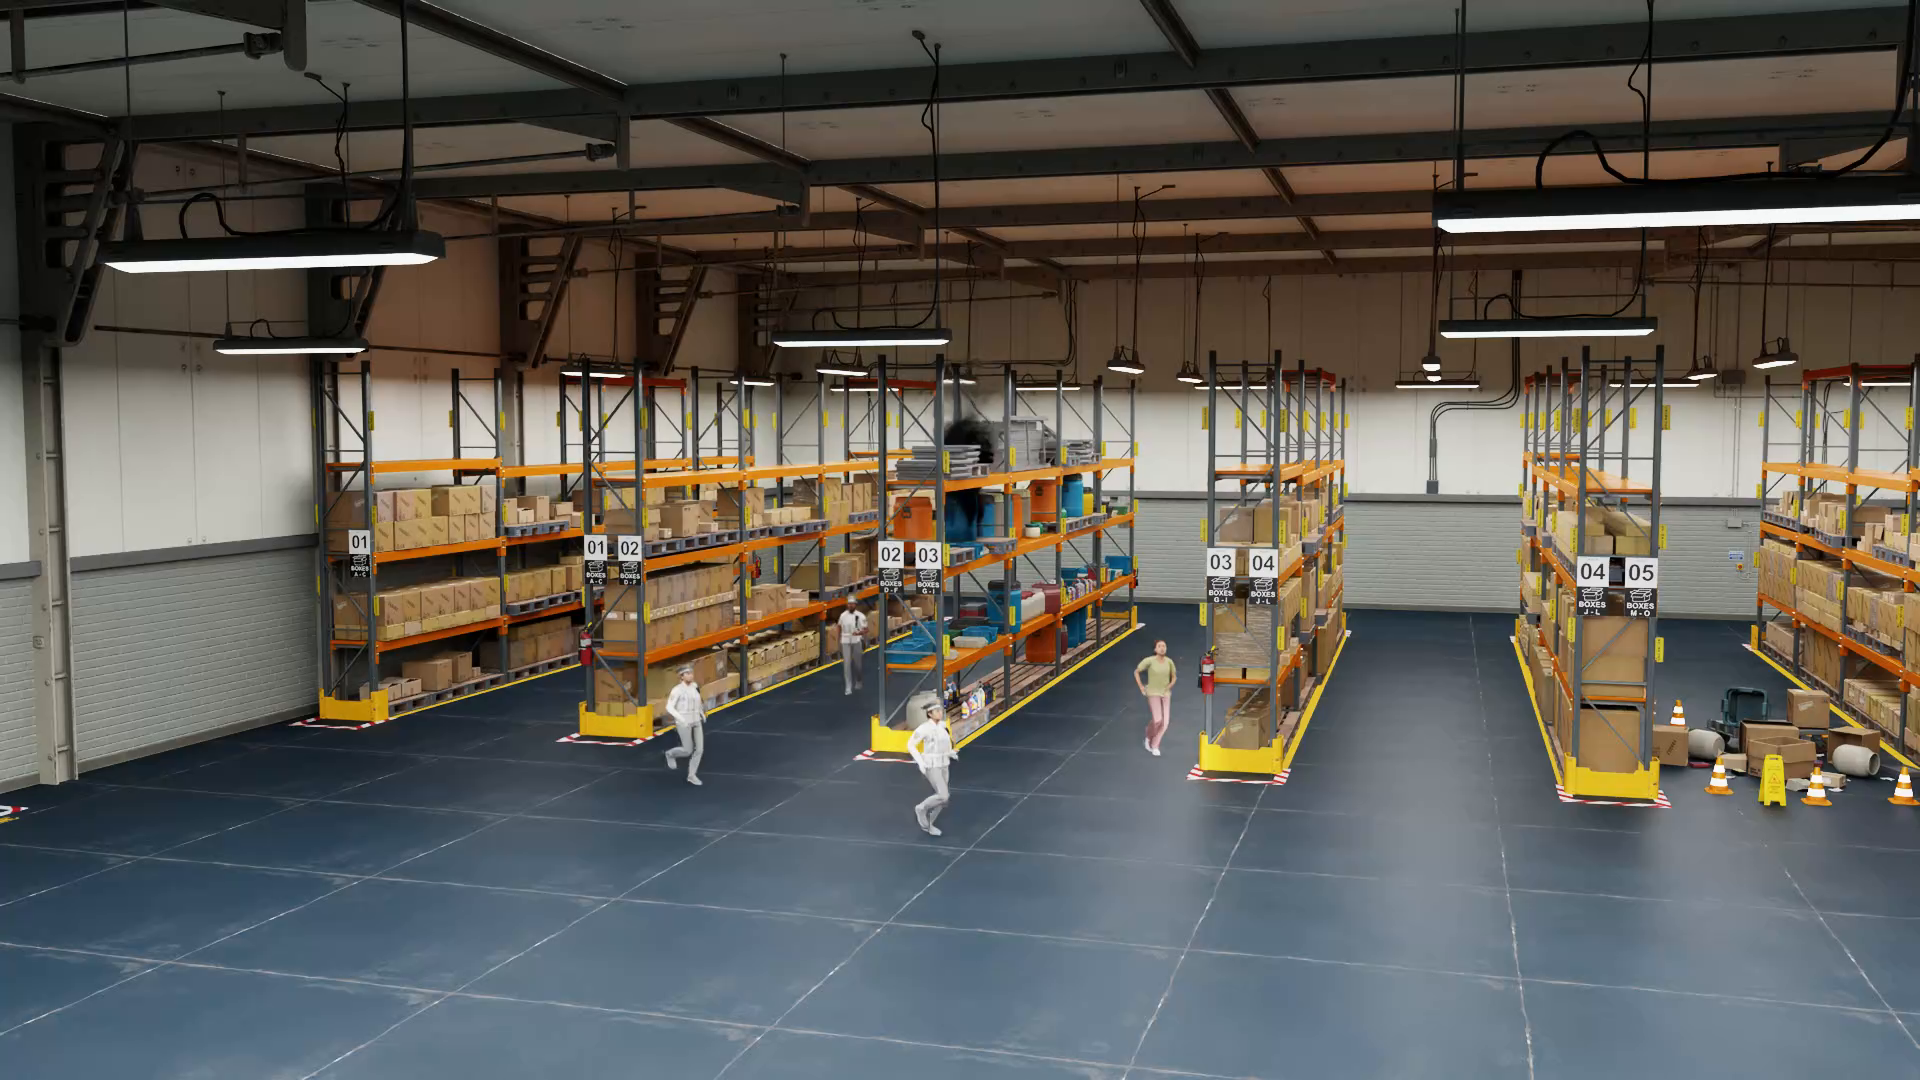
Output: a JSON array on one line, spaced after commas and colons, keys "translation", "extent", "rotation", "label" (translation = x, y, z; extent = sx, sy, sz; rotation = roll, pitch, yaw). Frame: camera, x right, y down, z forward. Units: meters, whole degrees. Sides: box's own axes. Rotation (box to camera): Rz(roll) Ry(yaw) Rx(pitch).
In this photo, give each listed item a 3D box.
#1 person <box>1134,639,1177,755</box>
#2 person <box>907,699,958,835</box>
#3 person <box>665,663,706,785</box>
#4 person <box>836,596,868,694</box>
[{"translation": [2.818, 2.225, 23.551], "extent": [0.592, 1.637, 0.497], "rotation": [-1, 4, -17], "label": "person"}, {"translation": [-0.263, 2.742, 20.075], "extent": [0.535, 1.659, 0.605], "rotation": [3, 5, 40], "label": "person"}, {"translation": [-3.802, 2.539, 23.120], "extent": [0.676, 1.667, 0.625], "rotation": [4, 6, 43], "label": "person"}, {"translation": [-1.886, 1.814, 28.941], "extent": [0.588, 1.685, 0.770], "rotation": [0, 4, 5], "label": "person"}]
